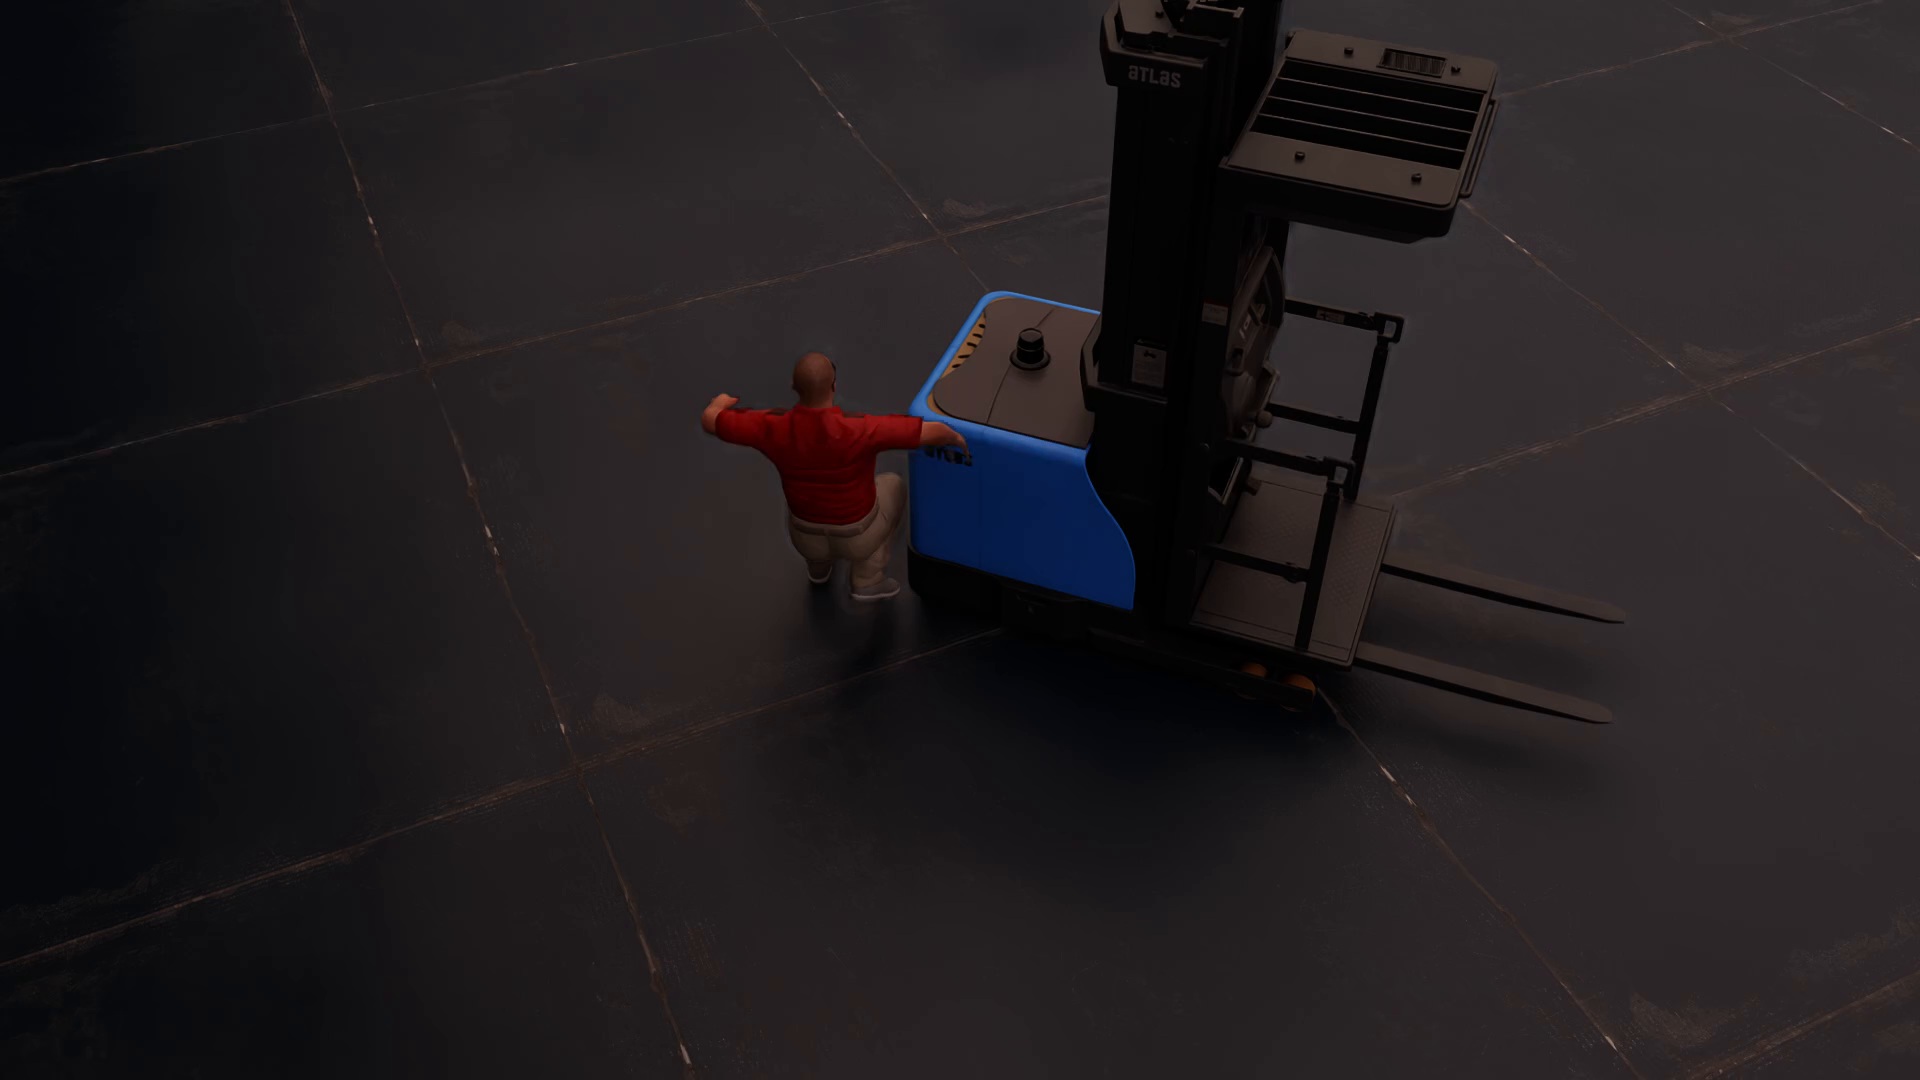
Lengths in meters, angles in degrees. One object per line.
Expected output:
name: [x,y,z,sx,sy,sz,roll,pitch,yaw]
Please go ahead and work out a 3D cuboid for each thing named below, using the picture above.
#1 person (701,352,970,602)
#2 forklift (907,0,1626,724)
person: [-0.509,-0.288,7.010,1.122,1.529,0.812,5,43,6]
forklift: [1.337,-0.756,6.490,3.031,2.935,1.130,15,45,15]
